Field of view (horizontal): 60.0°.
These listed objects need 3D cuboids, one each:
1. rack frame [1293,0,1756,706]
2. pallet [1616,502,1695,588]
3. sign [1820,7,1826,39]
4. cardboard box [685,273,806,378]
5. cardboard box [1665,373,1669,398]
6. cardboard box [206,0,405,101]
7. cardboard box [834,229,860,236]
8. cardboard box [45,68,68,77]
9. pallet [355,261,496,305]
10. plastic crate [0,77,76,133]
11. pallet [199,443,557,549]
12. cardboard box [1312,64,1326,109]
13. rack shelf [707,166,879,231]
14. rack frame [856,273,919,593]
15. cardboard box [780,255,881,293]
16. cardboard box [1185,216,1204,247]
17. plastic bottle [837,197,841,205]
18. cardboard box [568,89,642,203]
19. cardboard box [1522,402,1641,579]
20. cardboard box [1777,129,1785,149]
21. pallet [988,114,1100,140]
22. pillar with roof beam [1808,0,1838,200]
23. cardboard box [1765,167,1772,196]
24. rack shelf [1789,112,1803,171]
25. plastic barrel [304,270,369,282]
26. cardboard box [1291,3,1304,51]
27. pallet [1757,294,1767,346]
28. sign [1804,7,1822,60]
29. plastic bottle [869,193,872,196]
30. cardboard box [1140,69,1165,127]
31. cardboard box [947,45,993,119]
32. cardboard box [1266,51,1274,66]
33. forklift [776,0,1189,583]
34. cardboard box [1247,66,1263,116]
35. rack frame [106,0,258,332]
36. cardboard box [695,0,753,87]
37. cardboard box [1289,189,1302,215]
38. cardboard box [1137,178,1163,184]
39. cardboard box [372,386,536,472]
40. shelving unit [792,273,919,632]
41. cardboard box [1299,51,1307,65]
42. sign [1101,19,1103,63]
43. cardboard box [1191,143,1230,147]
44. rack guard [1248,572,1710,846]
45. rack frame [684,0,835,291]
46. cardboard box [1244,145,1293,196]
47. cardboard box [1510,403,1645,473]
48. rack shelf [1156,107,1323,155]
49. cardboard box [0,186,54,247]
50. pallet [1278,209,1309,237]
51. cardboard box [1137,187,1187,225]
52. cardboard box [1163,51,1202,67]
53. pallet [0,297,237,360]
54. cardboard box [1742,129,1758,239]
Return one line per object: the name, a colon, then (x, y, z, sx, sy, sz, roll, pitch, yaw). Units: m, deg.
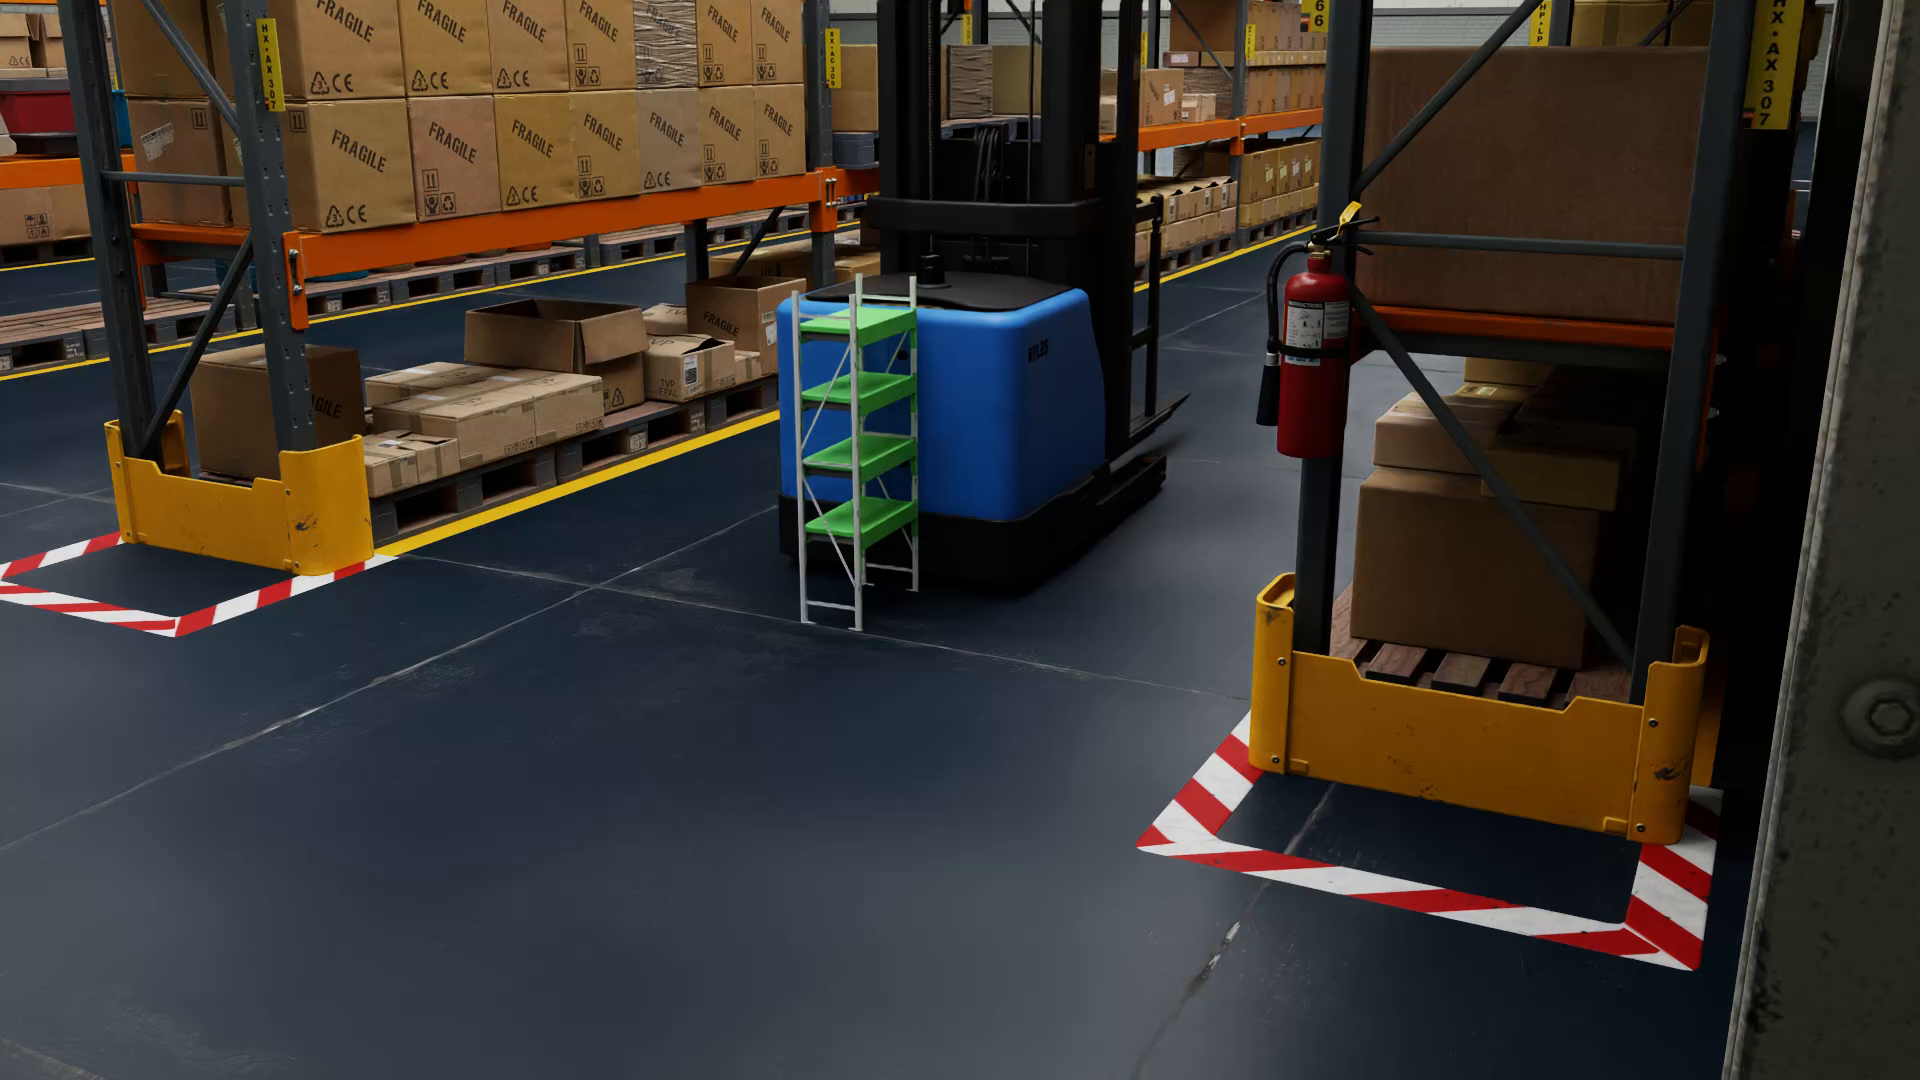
rack frame: (1.428, -0.758, 4.307, 1.000, 3.000, 0.127, 8, 18, 25)
pallet: (2.262, 0.056, 6.466, 1.003, 0.211, 1.213, 8, 18, 25)
sign: (9.065, -5.464, 17.564, 0.100, 0.325, 0.005, 8, 18, 25)
cardboard box: (-1.218, -1.237, 9.540, 0.500, 0.500, 0.500, 8, 18, 25)
cardboard box: (2.568, -0.659, 6.488, 0.380, 0.149, 0.250, 8, 18, 26)
cardboard box: (-2.571, -1.994, 6.537, 0.500, 0.500, 0.500, 9, 19, 27)
cardboard box: (-0.575, -1.963, 11.983, 0.500, 0.500, 0.500, 7, 18, 24)
cardboard box: (-8.747, -4.318, 16.118, 0.500, 0.500, 0.500, 7, 18, 24)
pallet: (-4.721, -2.204, 14.073, 1.003, 0.211, 1.213, 8, 18, 25)
plastic crate: (-6.270, -2.901, 11.306, 0.402, 0.464, 0.583, 8, 18, 25)
pallet: (-2.615, -0.273, 7.573, 1.003, 0.211, 1.213, 8, 18, 25)
cardboard box: (3.925, -5.393, 19.738, 0.700, 0.500, 0.500, 8, 18, 25)
rack shelf: (-0.324, -2.571, 11.674, 1.077, 0.370, 4.000, 8, 18, 25)
rack frame: (-0.270, -0.390, 6.229, 0.240, 1.200, 0.015, 7, 18, 22)
cardboard box: (-0.783, -1.511, 10.460, 0.500, 0.500, 0.500, 7, 18, 23)
cardboard box: (1.975, -2.925, 15.697, 0.500, 0.250, 0.500, 9, 19, 27)
plastic bottle: (-1.447, -4.022, 19.438, 0.097, 0.201, 0.097, 0, 17, 0)
cardboard box: (-1.893, -1.901, 7.981, 0.500, 0.500, 0.500, 8, 18, 26)
cardboard box: (2.099, -0.208, 6.108, 0.700, 0.500, 0.500, 7, 18, 24)
cardboard box: (4.340, -2.453, 9.283, 0.500, 0.500, 0.500, 9, 19, 27)
pallet: (0.330, -3.151, 12.703, 1.213, 0.211, 1.003, 8, 18, 25)
pillar with roof beam: (7.869, -9.497, 23.193, 9.100, 9.000, 0.400, 8, 18, 25)
cardboard box: (3.765, -1.780, 8.155, 0.380, 0.149, 0.250, 8, 18, 24)
rack shelf: (7.684, -3.979, 16.416, 1.077, 0.370, 4.000, 8, 18, 25)
plastic barrel: (-5.072, -2.549, 13.287, 0.600, 0.901, 0.708, 8, 18, 25)
cardboard box: (3.446, -5.738, 18.622, 0.700, 0.500, 0.500, 8, 18, 26)
pallet: (5.354, -1.658, 12.235, 1.003, 0.211, 1.213, 8, 18, 25)
sign: (5.501, -3.281, 10.768, 0.100, 0.325, 0.005, 8, 18, 25)
plastic bottle: (-1.109, -4.214, 20.087, 0.097, 0.201, 0.097, 0, 17, 0)
cardboard box: (1.540, -4.036, 15.170, 0.500, 0.500, 0.500, 8, 18, 25)
cardboard box: (-0.190, -3.291, 11.922, 0.700, 0.500, 0.500, 12, 21, 36)
cardboard box: (3.106, -5.107, 17.635, 0.380, 0.149, 0.250, 7, 18, 24)
forklift: (0.323, -1.621, 7.335, 1.130, 2.935, 3.031, 7, 18, 22)
cardboard box: (2.780, -4.741, 17.541, 0.700, 0.500, 0.500, 8, 18, 25)
rack frame: (-5.647, -3.037, 11.981, 1.000, 3.000, 0.127, 8, 18, 25)
cardboard box: (-1.438, -2.641, 8.715, 0.500, 0.500, 0.500, 8, 18, 24)
cardboard box: (3.510, -3.788, 18.601, 0.500, 0.250, 0.500, 8, 18, 25)
cardboard box: (1.721, -3.395, 16.294, 0.500, 0.311, 0.500, 8, 18, 25)
cardboard box: (-2.285, -0.510, 7.529, 0.500, 0.250, 0.500, 8, 18, 25)
shelving unit: (-0.366, -0.326, 6.014, 0.258, 1.200, 0.503, 7, 18, 22)
cardboard box: (3.683, -5.437, 18.747, 0.380, 0.149, 0.250, 9, 19, 27)
sign: (1.060, -3.875, 12.909, 0.100, 0.325, 0.005, 8, 18, 25)
cardboard box: (2.823, -4.086, 18.288, 0.500, 0.500, 0.500, 8, 18, 25)
rack guard: (1.418, 0.447, 4.643, 1.175, 0.500, 0.348, 8, 18, 25)
rack frame: (-1.217, -2.406, 9.857, 1.000, 3.000, 0.127, 8, 18, 25)
cardboard box: (3.291, -4.019, 18.063, 0.500, 0.500, 0.500, 8, 18, 25)
cardboard box: (2.000, -0.335, 5.396, 0.380, 0.149, 0.250, 8, 18, 26)
rack shelf: (3.251, -4.608, 18.535, 1.077, 0.370, 4.000, 8, 18, 25)
cardboard box: (-9.412, -3.243, 15.670, 1.225, 0.875, 0.875, 7, 18, 23)
pallet: (3.294, -3.616, 18.828, 1.003, 0.211, 1.213, 8, 18, 25)
cardboard box: (1.753, -3.068, 15.194, 0.500, 0.311, 0.500, 8, 18, 25)
cardboard box: (2.287, -4.899, 16.936, 0.380, 0.149, 0.250, 8, 18, 25)
pallet: (-5.941, -1.508, 11.731, 1.003, 0.211, 1.213, 8, 18, 25)
cardboard box: (2.628, -1.599, 6.613, 0.980, 0.700, 0.700, 8, 18, 24)
